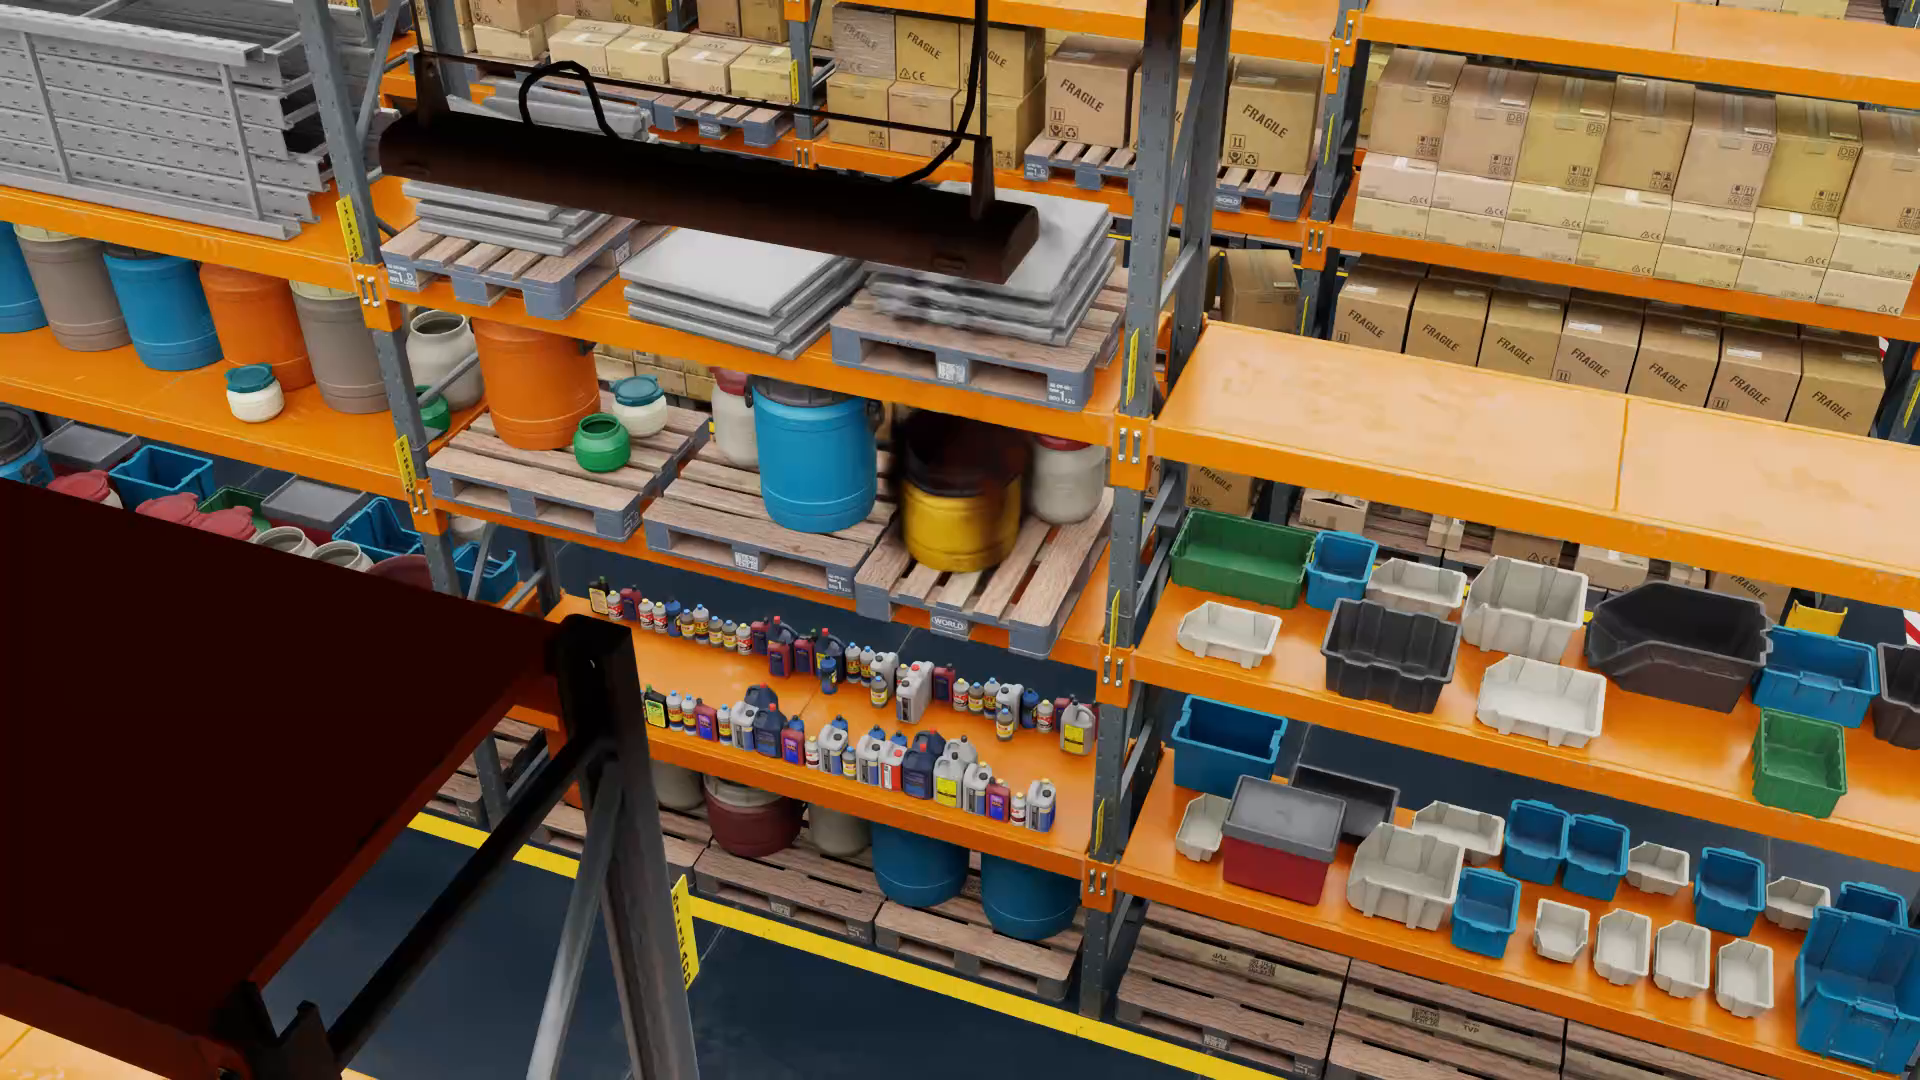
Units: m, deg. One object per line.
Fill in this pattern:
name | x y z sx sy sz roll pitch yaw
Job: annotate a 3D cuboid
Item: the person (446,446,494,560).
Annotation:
person | -3.633 -0.154 12.258 0.514 1.625 0.677 7 37 10
